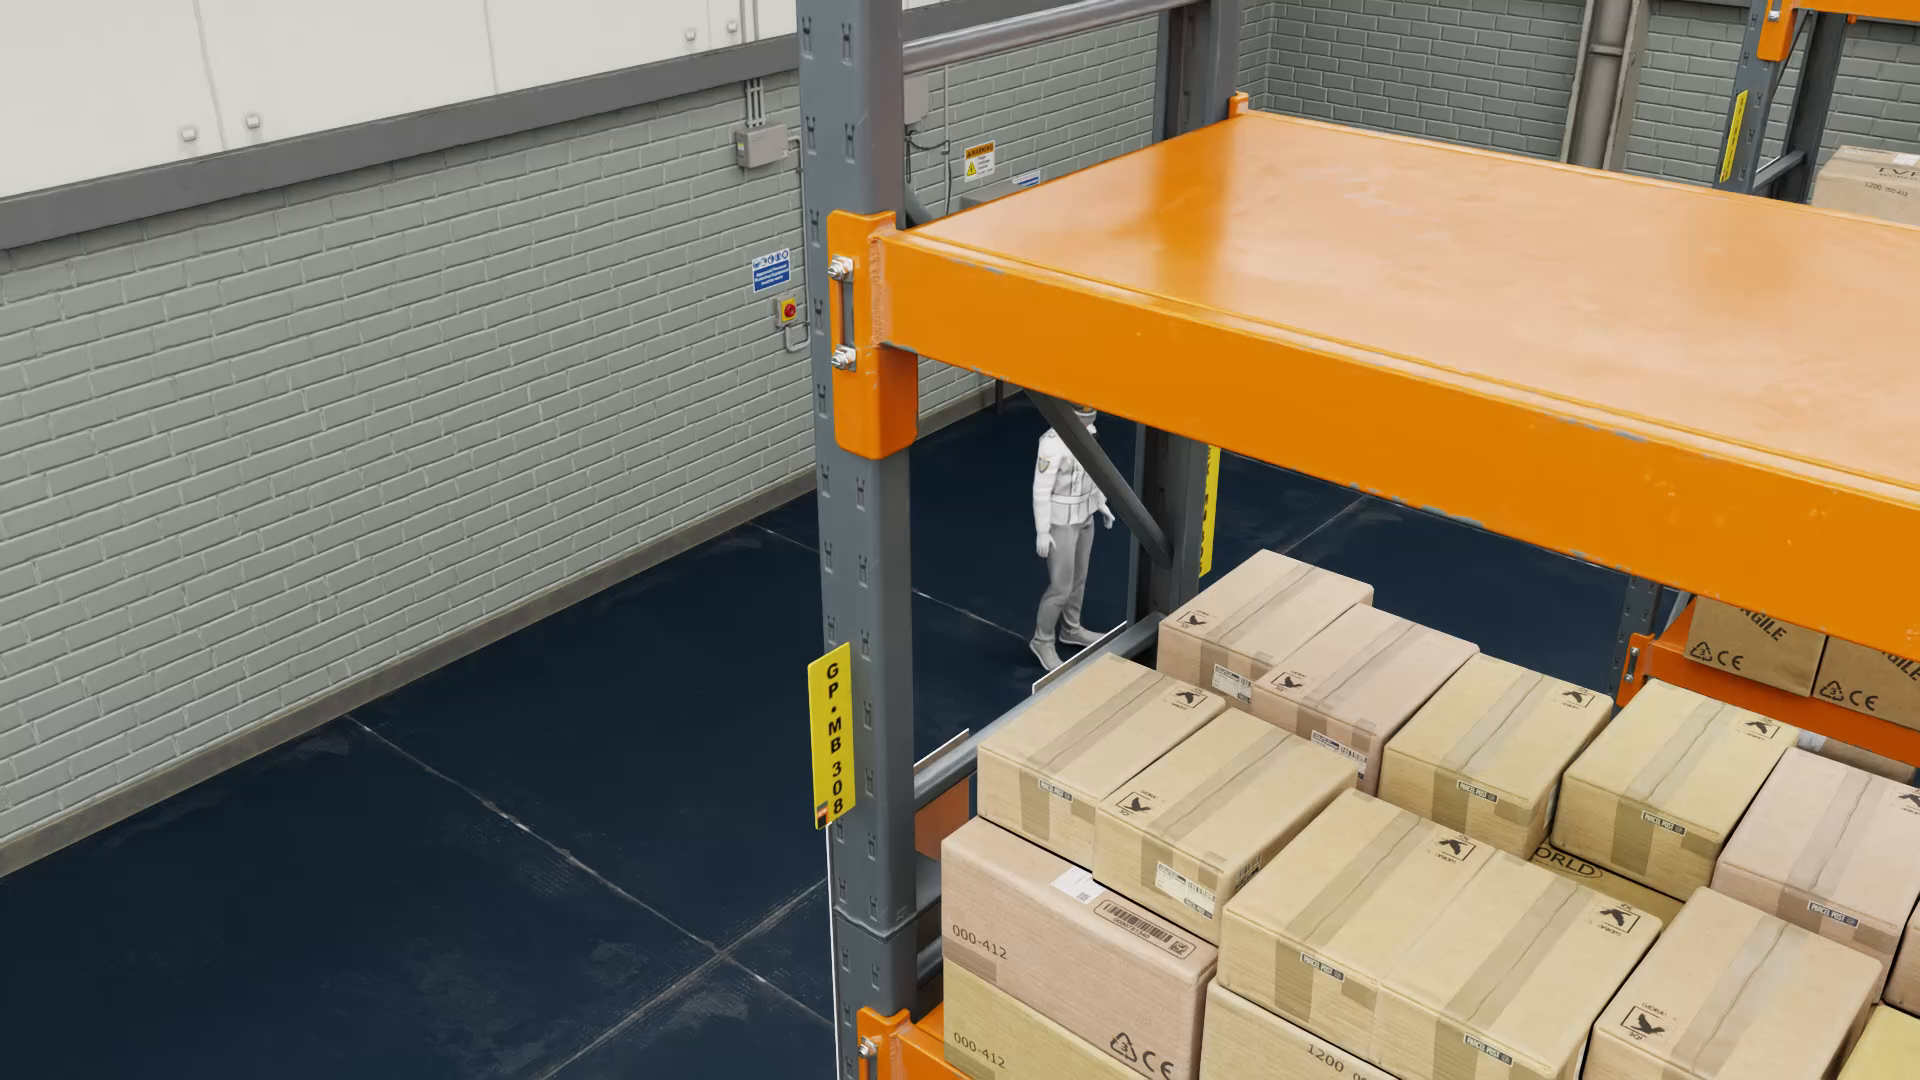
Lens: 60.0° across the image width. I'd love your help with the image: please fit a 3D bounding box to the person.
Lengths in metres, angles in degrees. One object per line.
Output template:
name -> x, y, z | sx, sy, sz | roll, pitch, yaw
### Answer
person -> 0.631, -0.087, 9.205 | 0.373, 1.713, 0.562 | 15, 31, 27
